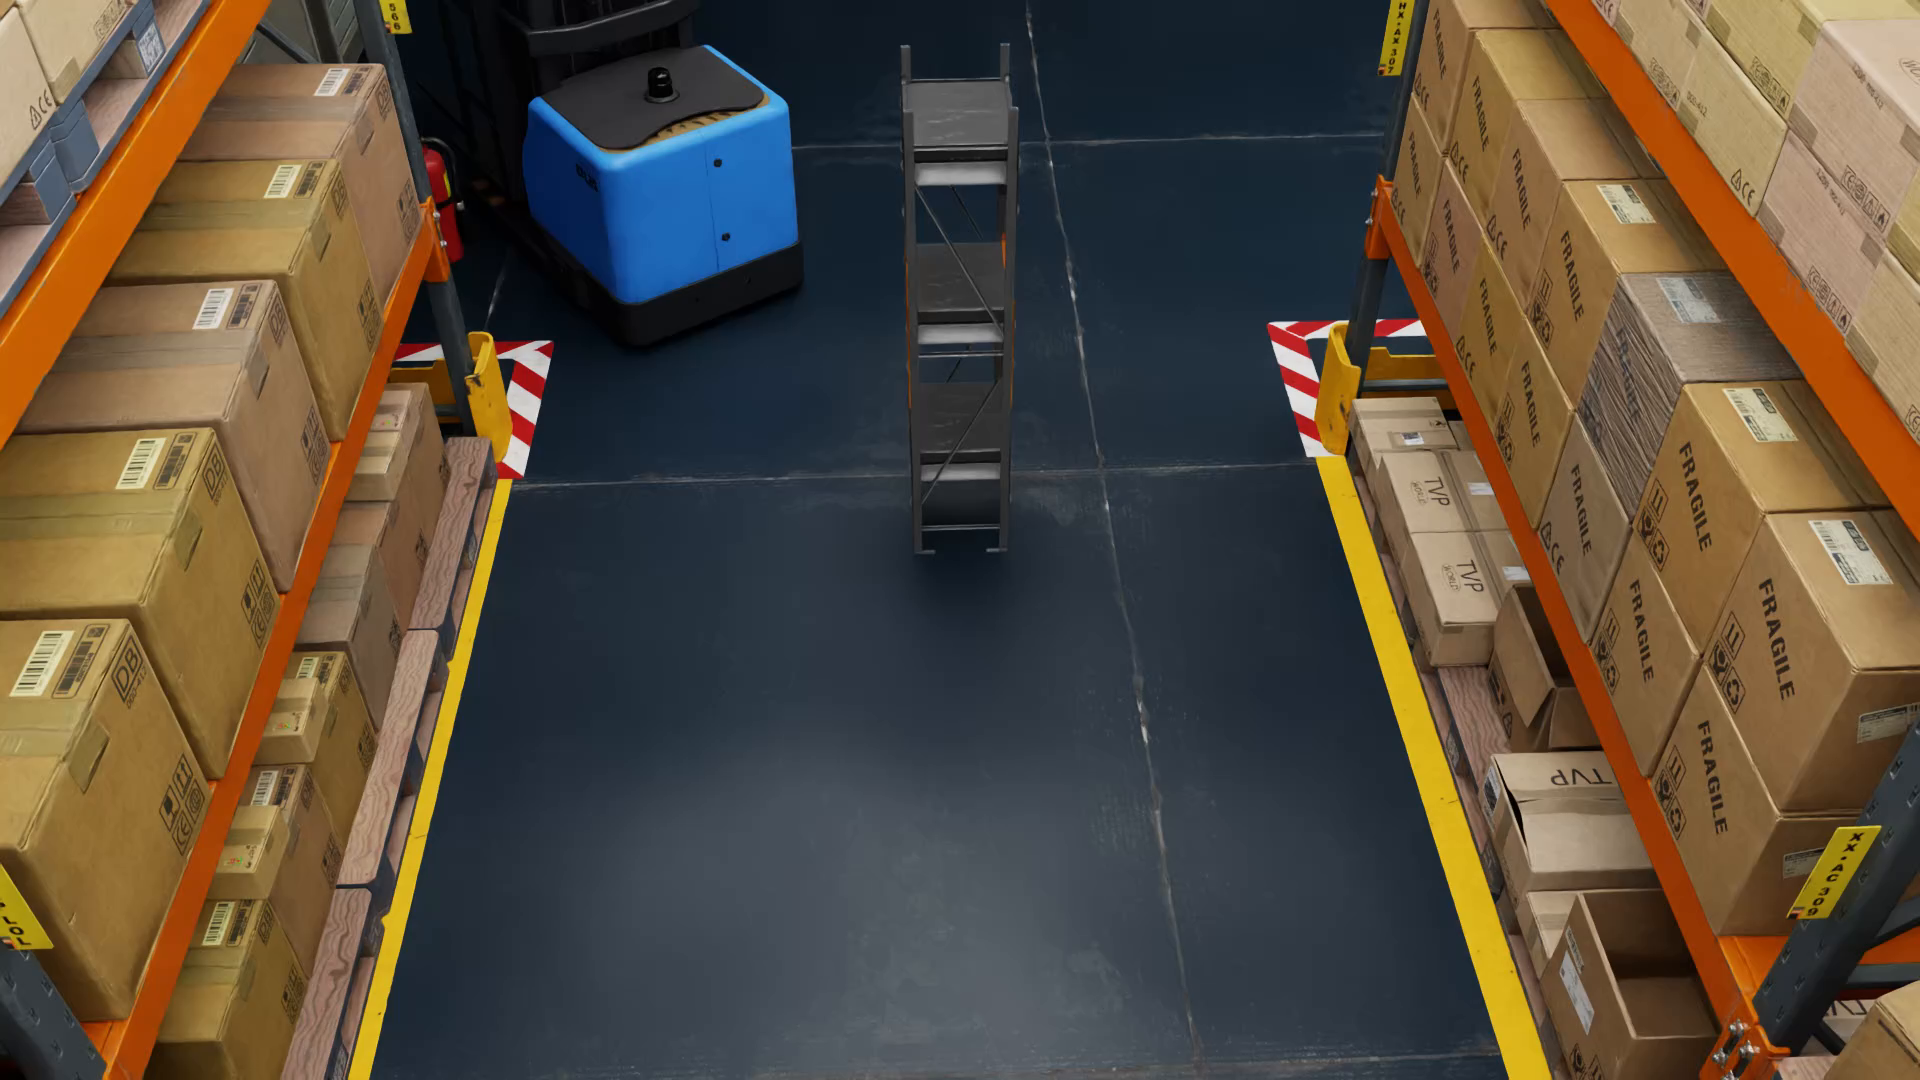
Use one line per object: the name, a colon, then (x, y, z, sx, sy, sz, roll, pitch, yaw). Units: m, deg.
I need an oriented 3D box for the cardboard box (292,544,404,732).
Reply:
cardboard box: (-2.512, 0.379, 6.155, 0.700, 0.500, 0.500, -3, 43, -3)

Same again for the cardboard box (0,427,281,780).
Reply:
cardboard box: (-2.547, 0.196, 4.594, 0.980, 0.700, 0.700, -3, 43, -3)

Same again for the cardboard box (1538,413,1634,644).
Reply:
cardboard box: (2.109, -0.040, 5.000, 0.500, 0.500, 0.500, -1, 43, -1)

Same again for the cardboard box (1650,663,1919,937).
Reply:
cardboard box: (2.157, 0.654, 4.242, 0.500, 0.500, 0.500, -1, 43, -1)

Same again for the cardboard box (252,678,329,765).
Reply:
cardboard box: (-2.299, 0.597, 5.438, 0.380, 0.149, 0.250, -3, 43, -3)

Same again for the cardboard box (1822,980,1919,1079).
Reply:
cardboard box: (2.231, 1.156, 3.384, 0.700, 0.500, 0.500, -15, 45, -16)

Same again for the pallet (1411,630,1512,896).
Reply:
pallet: (2.351, 0.760, 6.265, 1.003, 0.211, 1.213, -2, 43, -2)

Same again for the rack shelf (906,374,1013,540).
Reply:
rack shelf: (-0.007, -0.360, 7.145, 0.431, 0.518, 0.480, -2, 43, -2)

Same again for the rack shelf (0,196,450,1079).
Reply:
rack shelf: (-2.600, 0.081, 5.474, 1.077, 0.370, 4.000, -2, 43, -2)

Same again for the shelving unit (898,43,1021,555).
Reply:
shelving unit: (-0.007, -0.886, 6.662, 0.431, 2.100, 0.503, -2, 43, -2)

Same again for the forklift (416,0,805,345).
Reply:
forklift: (-2.085, -2.991, 8.344, 1.130, 2.935, 3.031, -26, 49, -26)

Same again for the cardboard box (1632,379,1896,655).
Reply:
cardboard box: (2.130, -0.064, 4.286, 0.500, 0.500, 0.500, -2, 43, -3)

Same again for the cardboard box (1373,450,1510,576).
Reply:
cardboard box: (2.025, -0.115, 6.865, 0.500, 0.250, 0.500, -2, 43, -2)

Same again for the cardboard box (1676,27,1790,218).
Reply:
cardboard box: (2.108, -1.025, 4.039, 0.500, 0.250, 0.500, -2, 43, -2)

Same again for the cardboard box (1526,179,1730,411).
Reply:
cardboard box: (2.088, -0.744, 5.028, 0.500, 0.500, 0.500, -2, 43, -2)

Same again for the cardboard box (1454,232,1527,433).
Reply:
cardboard box: (2.066, -0.722, 5.743, 0.500, 0.500, 0.500, -2, 43, -2)

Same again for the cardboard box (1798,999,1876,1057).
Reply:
cardboard box: (2.633, 1.561, 4.992, 0.500, 0.311, 0.500, -2, 43, -2)

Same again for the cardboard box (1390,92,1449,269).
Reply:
cardboard box: (2.020, -1.409, 6.493, 0.500, 0.500, 0.500, -1, 43, -1)

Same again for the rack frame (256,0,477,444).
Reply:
rack frame: (-2.685, -1.534, 6.704, 1.000, 3.000, 0.127, -2, 43, -2)

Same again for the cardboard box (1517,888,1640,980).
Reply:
cardboard box: (2.051, 1.282, 5.416, 0.380, 0.149, 0.250, -2, 43, -2)

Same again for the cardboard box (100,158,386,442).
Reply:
cardboard box: (-2.611, -0.810, 5.692, 0.980, 0.700, 0.700, -2, 43, -2)

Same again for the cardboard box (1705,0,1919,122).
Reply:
cardboard box: (2.106, -1.209, 3.870, 0.500, 0.250, 0.500, -2, 43, -2)

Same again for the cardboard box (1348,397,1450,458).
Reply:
cardboard box: (1.939, -0.498, 7.357, 0.380, 0.149, 0.250, -2, 43, -2)

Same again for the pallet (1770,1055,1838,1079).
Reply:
pallet: (2.359, 1.635, 3.389, 1.003, 0.211, 1.213, -2, 43, -2)

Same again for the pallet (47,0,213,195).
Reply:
pallet: (-2.588, -1.281, 4.274, 1.003, 0.211, 1.213, -2, 43, -2)

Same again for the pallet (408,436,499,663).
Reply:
pallet: (-2.572, 0.031, 7.060, 1.003, 0.211, 1.213, -2, 43, -2)

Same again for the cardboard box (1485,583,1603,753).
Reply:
cardboard box: (2.349, 0.511, 5.994, 0.797, 0.503, 0.637, -2, 43, -2)

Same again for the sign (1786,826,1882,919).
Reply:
sign: (1.893, 0.723, 3.601, 0.100, 0.325, 0.005, -2, 43, -2)

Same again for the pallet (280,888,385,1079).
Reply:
pallet: (-2.469, 1.678, 5.263, 1.003, 0.211, 1.213, -2, 43, -2)

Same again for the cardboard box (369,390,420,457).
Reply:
cardboard box: (-2.367, -0.456, 6.586, 0.380, 0.149, 0.250, -2, 43, -2)

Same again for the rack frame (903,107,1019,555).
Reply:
rack frame: (0.003, -0.721, 6.483, 0.400, 2.100, 0.015, -2, 43, -2)

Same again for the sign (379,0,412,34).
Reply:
sign: (-2.142, -2.055, 6.240, 0.100, 0.325, 0.005, -2, 43, -2)

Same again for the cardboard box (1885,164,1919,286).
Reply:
cardboard box: (2.142, -0.534, 3.134, 0.500, 0.250, 0.500, -2, 43, -2)

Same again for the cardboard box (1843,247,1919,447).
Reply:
cardboard box: (2.148, -0.350, 3.303, 0.500, 0.250, 0.500, -2, 43, -2)

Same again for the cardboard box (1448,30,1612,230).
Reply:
cardboard box: (2.050, -1.425, 5.770, 0.500, 0.500, 0.500, -1, 43, -1)

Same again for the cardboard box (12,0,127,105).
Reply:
cardboard box: (-2.317, -1.241, 3.890, 0.500, 0.250, 0.500, -3, 43, -3)

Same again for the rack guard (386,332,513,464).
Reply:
rack guard: (-2.686, -0.629, 7.566, 1.175, 0.500, 0.348, -2, 43, -2)

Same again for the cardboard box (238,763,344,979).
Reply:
cardboard box: (-2.462, 1.086, 5.385, 0.700, 0.500, 0.500, -2, 43, -2)

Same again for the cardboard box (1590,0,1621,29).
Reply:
cardboard box: (2.063, -1.700, 4.776, 0.500, 0.250, 0.500, -2, 43, -2)

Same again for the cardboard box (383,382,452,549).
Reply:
cardboard box: (-2.555, -0.298, 6.894, 0.700, 0.500, 0.500, -2, 43, -2)

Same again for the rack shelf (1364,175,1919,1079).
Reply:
rack shelf: (2.349, -0.064, 5.632, 1.077, 0.370, 4.000, -2, 43, -2)
